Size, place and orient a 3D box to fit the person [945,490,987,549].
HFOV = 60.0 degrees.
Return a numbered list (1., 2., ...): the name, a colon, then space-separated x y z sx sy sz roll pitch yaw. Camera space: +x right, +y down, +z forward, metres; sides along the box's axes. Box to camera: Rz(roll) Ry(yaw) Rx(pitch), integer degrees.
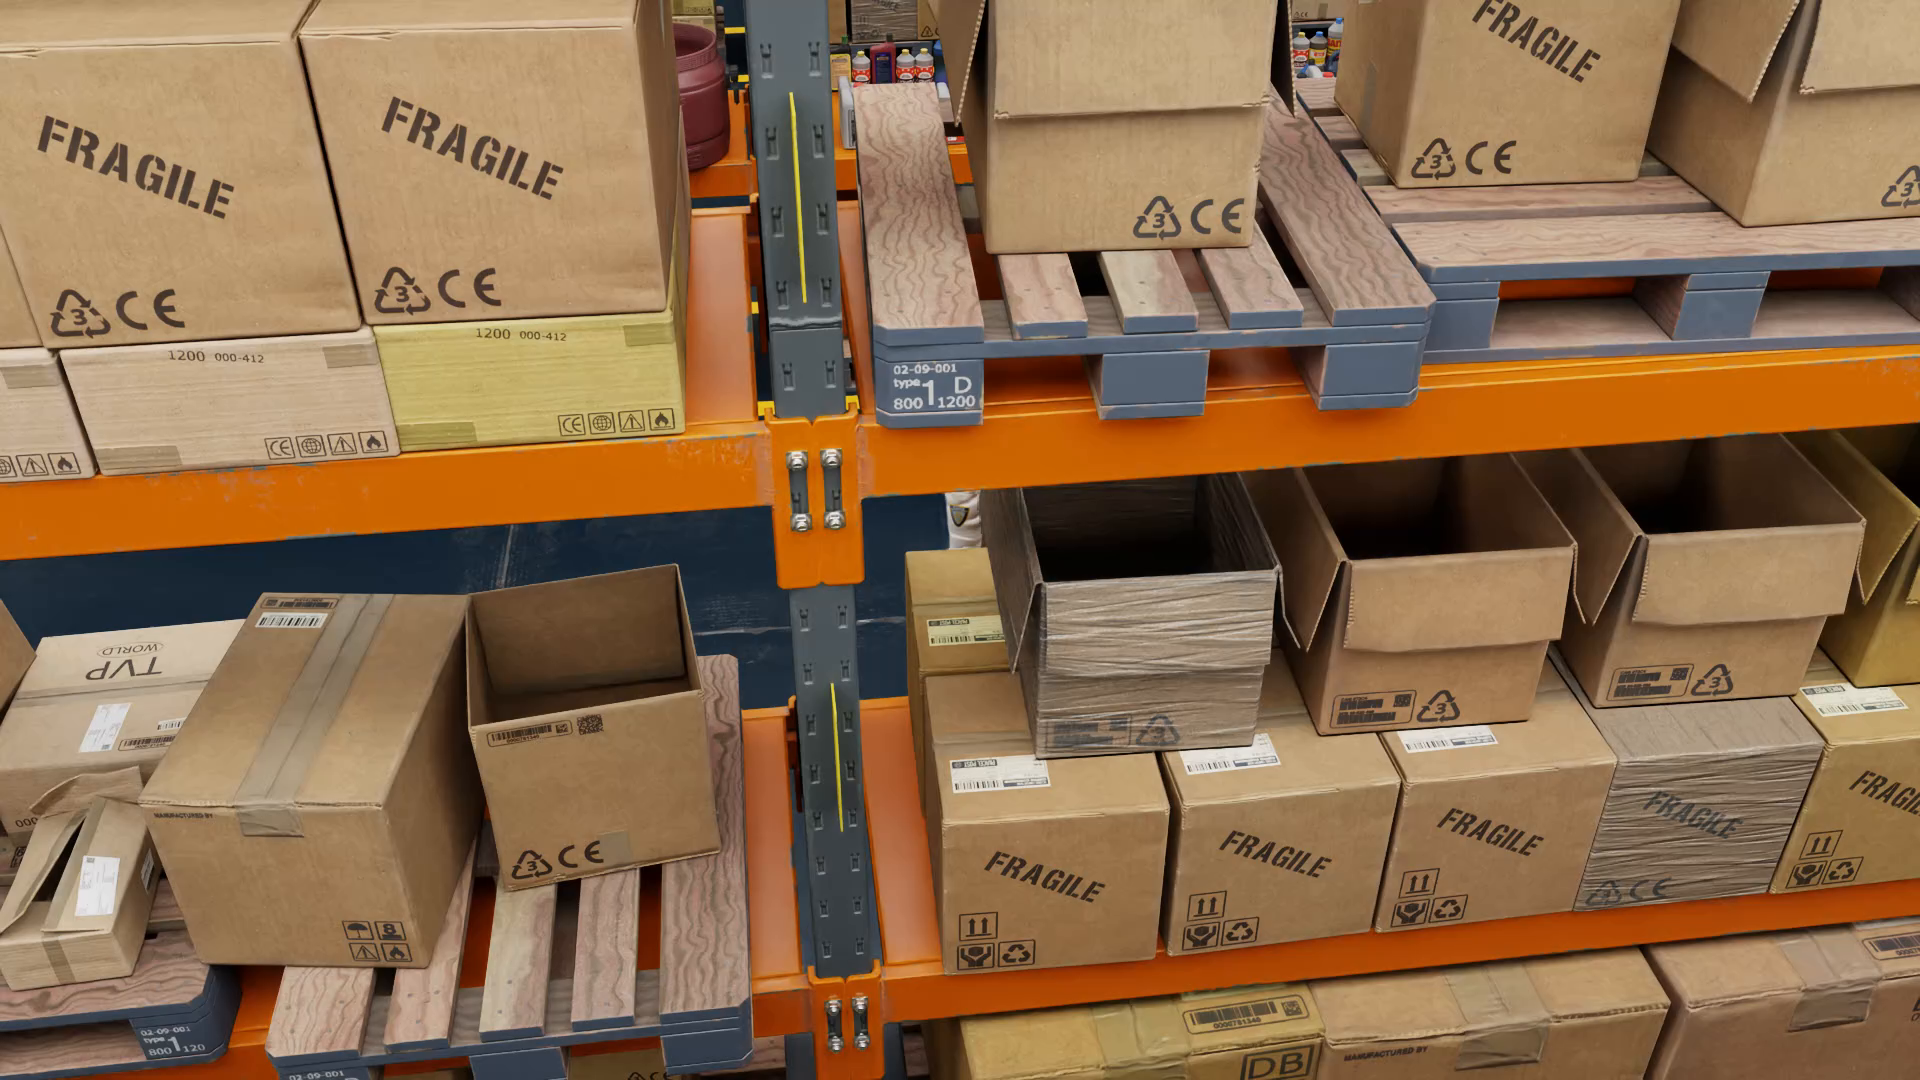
1. person: 0.134 0.145 5.930 0.372 1.696 0.557 10 36 15
